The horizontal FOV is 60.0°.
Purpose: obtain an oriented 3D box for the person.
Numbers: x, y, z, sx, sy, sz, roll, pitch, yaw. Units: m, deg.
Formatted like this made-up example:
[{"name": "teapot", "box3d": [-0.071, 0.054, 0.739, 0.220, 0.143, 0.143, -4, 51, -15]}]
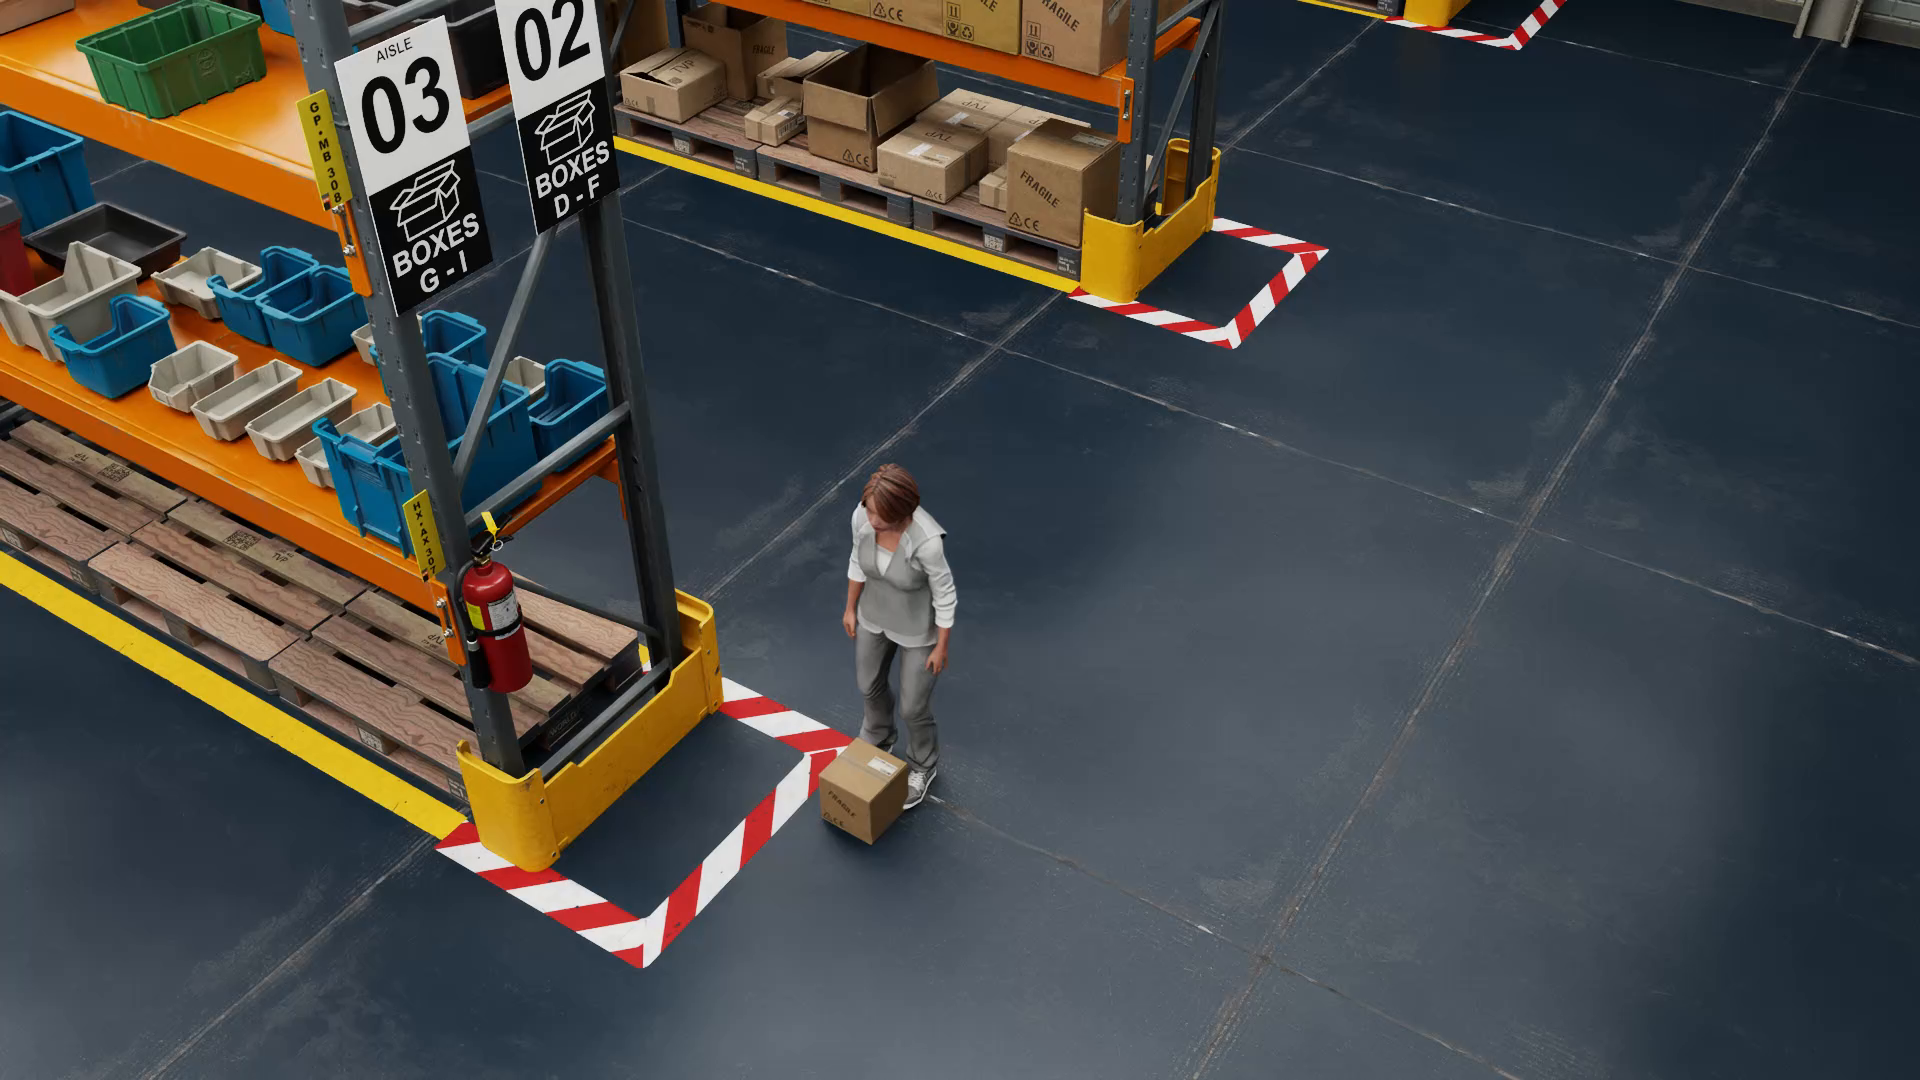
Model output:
[{"name": "person", "box3d": [-0.246, 0.343, 6.265, 0.475, 1.591, 0.318, 22, 44, 25]}]
